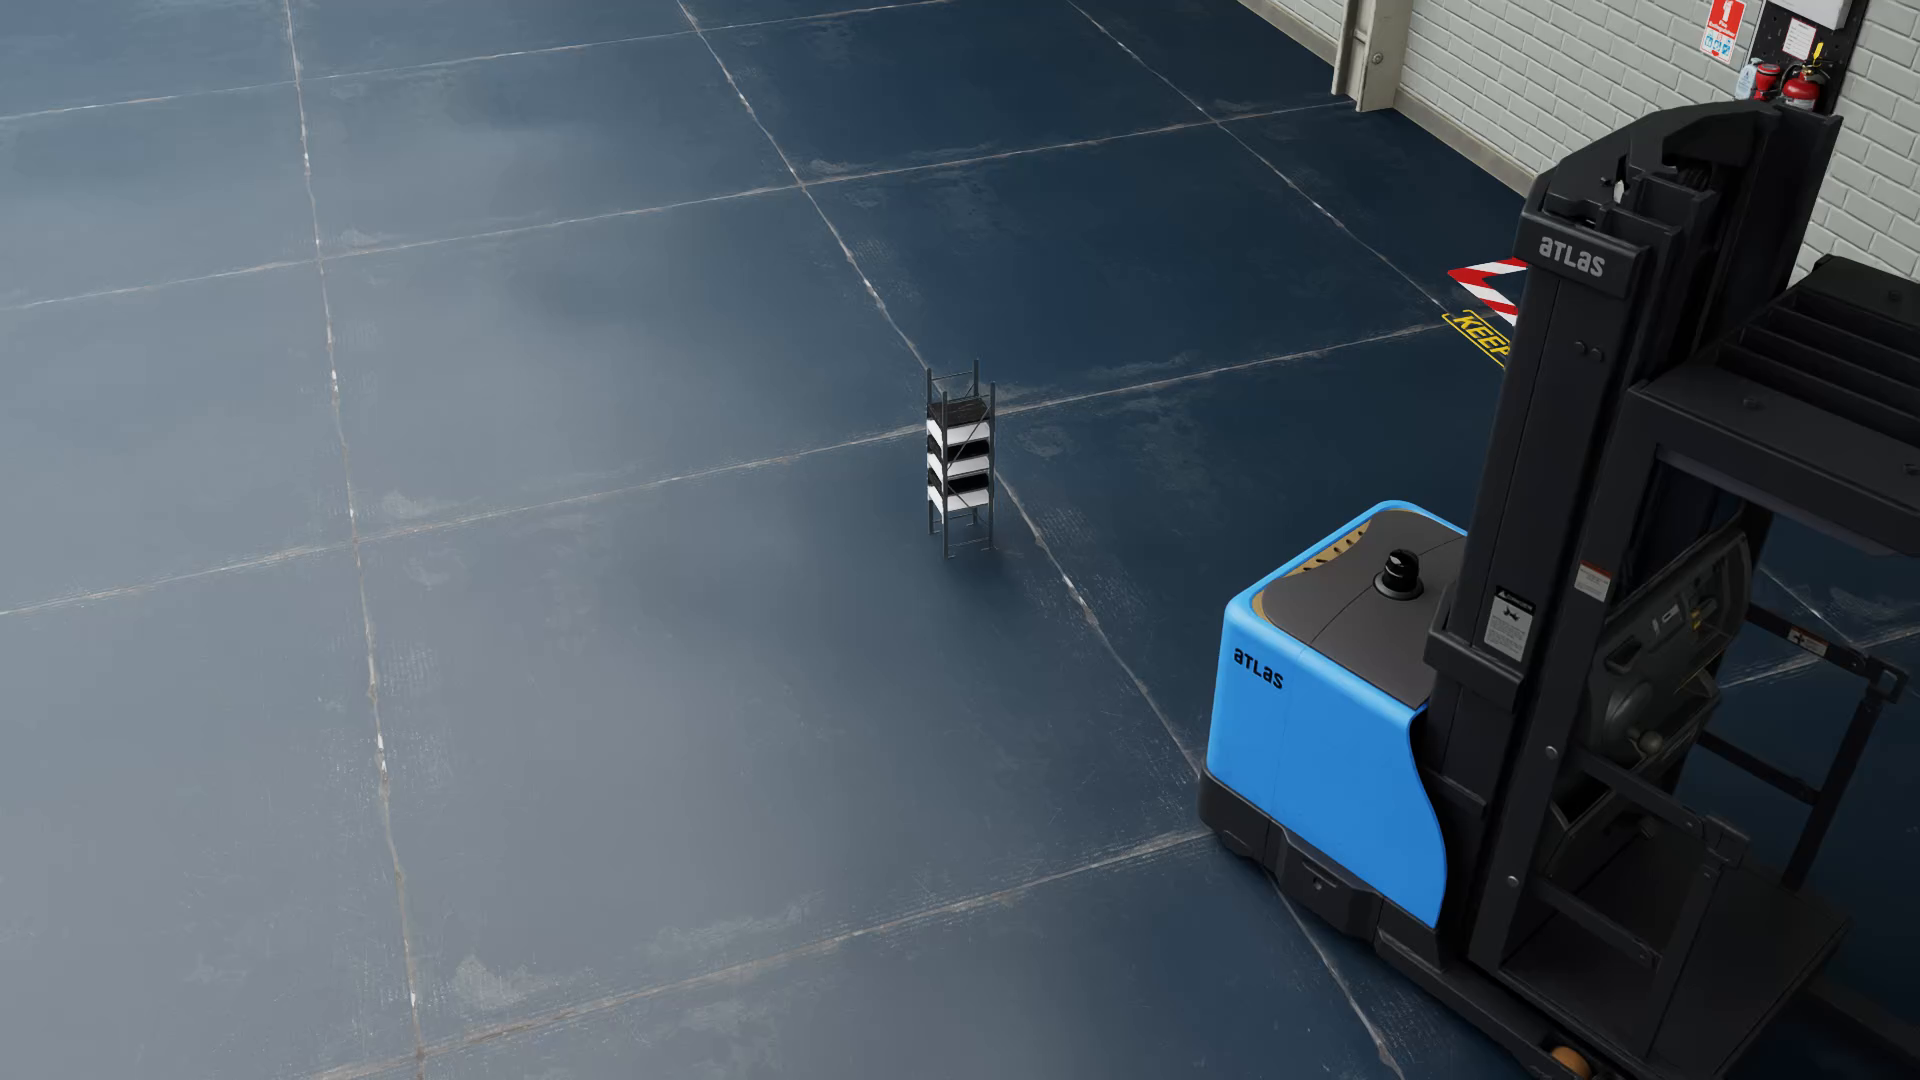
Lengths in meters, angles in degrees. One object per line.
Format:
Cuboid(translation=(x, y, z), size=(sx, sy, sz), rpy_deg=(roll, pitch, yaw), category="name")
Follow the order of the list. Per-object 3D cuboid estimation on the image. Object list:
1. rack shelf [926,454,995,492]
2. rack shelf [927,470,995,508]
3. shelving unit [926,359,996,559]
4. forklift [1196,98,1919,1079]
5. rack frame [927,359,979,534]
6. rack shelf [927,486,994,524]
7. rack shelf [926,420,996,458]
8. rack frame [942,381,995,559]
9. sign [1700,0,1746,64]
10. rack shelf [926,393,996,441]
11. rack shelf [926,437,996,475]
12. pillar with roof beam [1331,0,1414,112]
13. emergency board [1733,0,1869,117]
Cuboid(translation=(0.003, -0.328, 7.493), size=(0.258, 0.077, 0.200), rpy_deg=(-12, 39, -16), category="rack shelf")
Cuboid(translation=(0.003, -0.256, 7.547), size=(0.258, 0.077, 0.200), rpy_deg=(-12, 39, -16), category="rack shelf")
Cuboid(translation=(0.003, -0.355, 7.473), size=(0.258, 0.900, 0.210), rpy_deg=(-12, 39, -16), category="shelving unit")
Cuboid(translation=(2.255, 0.365, 4.830), size=(1.130, 2.935, 3.031), rpy_deg=(-29, 46, -32), category="forklift")
Cuboid(translation=(-0.032, -0.412, 7.549), size=(0.240, 0.900, 0.006), rpy_deg=(-12, 39, -16), category="rack frame")
Cuboid(translation=(0.003, -0.184, 7.602), size=(0.258, 0.077, 0.200), rpy_deg=(-12, 39, -16), category="rack shelf")
Cuboid(translation=(0.003, -0.472, 7.385), size=(0.258, 0.077, 0.200), rpy_deg=(-12, 39, -16), category="rack shelf")
Cuboid(translation=(0.038, -0.297, 7.397), size=(0.240, 0.900, 0.006), rpy_deg=(-12, 39, -16), category="rack frame")
Cuboid(translation=(4.059, -2.731, 8.852), size=(0.001, 0.329, 0.234), rpy_deg=(-12, 39, -16), category="sign")
Cuboid(translation=(0.003, -0.544, 7.331), size=(0.258, 0.077, 0.200), rpy_deg=(-12, 39, -16), category="rack shelf")
Cuboid(translation=(0.003, -0.400, 7.439), size=(0.258, 0.077, 0.200), rpy_deg=(-12, 39, -16), category="rack shelf")
Cuboid(translation=(-1.140, -5.873, 8.068), size=(9.100, 9.000, 0.400), rpy_deg=(-12, 39, -16), category="pillar with roof beam")
Cuboid(translation=(4.153, -2.383, 8.420), size=(0.194, 1.169, 0.643), rpy_deg=(-12, 39, -16), category="emergency board")
